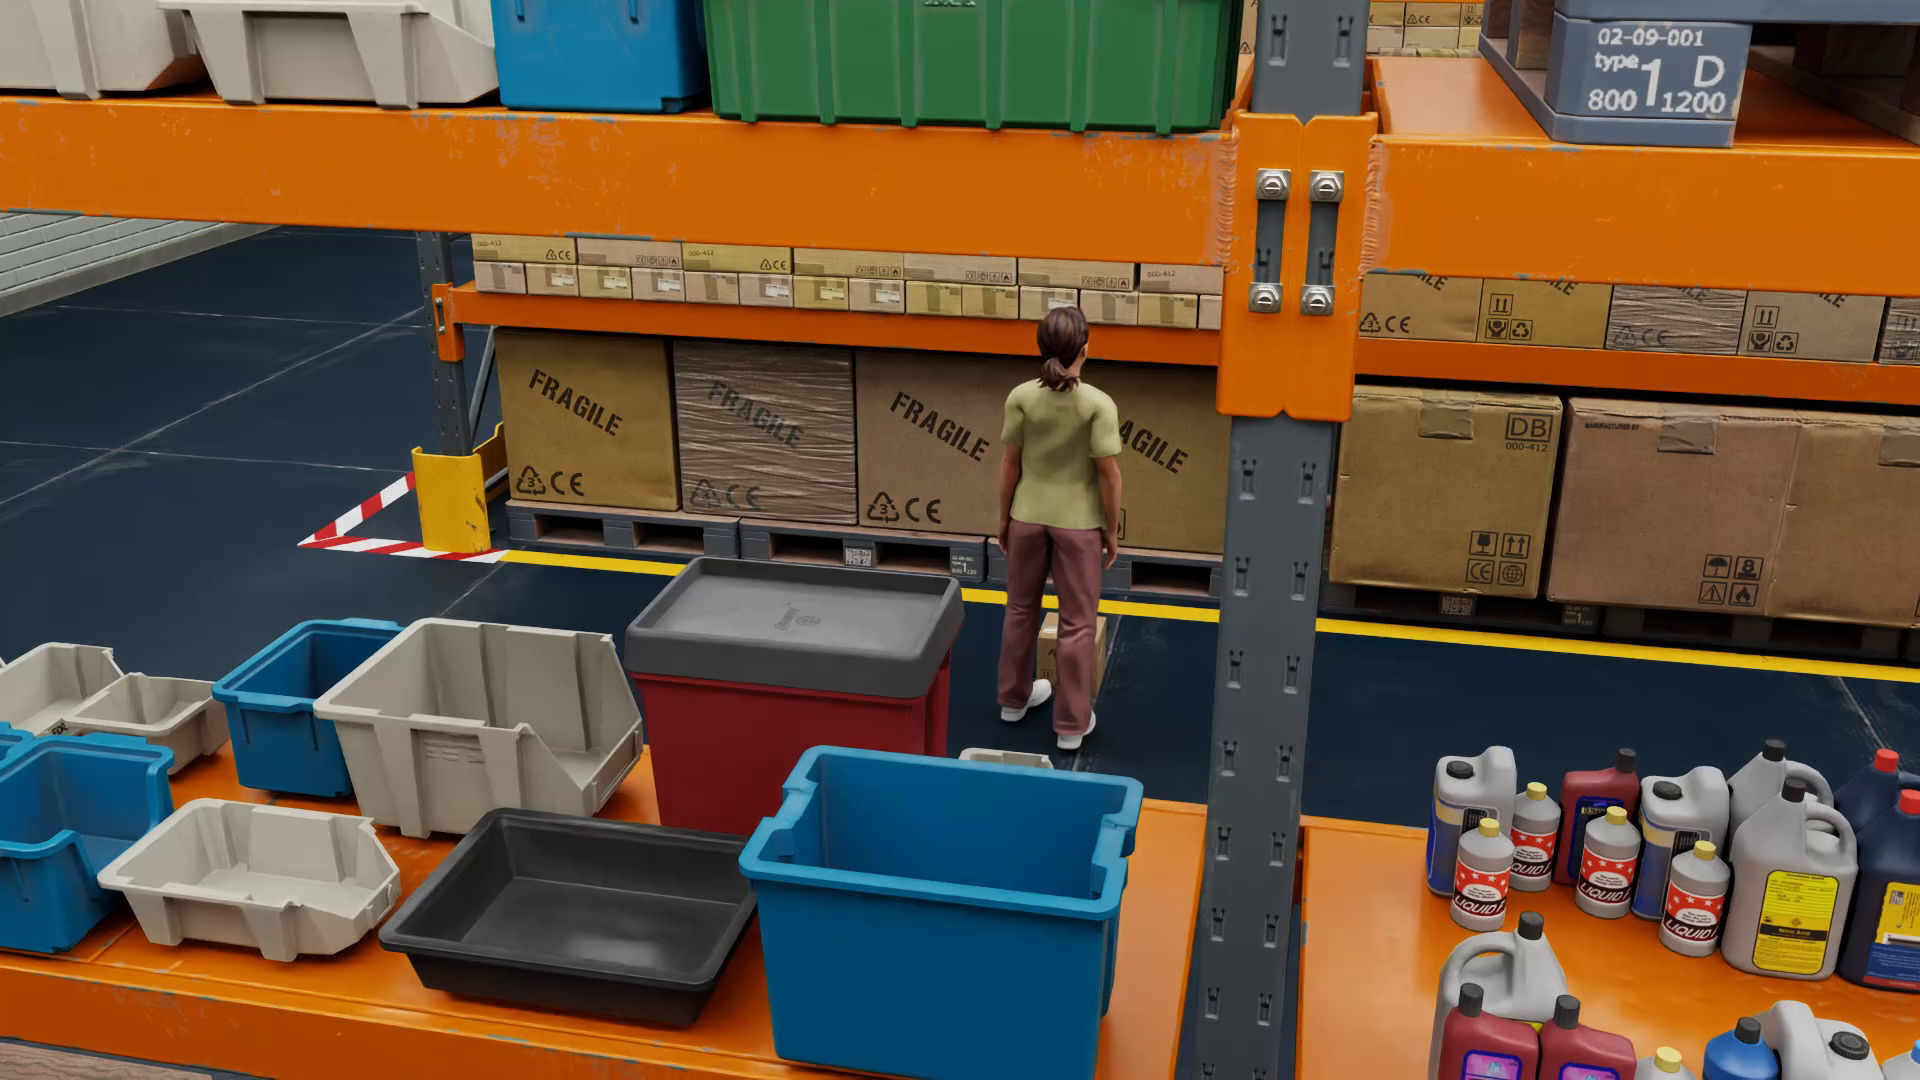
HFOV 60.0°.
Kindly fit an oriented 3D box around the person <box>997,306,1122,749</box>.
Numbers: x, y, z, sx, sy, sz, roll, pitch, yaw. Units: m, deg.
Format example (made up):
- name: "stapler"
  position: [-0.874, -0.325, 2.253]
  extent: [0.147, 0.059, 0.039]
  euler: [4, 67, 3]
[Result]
- name: "person"
  position: [0.377, -0.061, 6.189]
  extent: [0.491, 1.674, 0.442]
  euler: [8, 23, 18]
